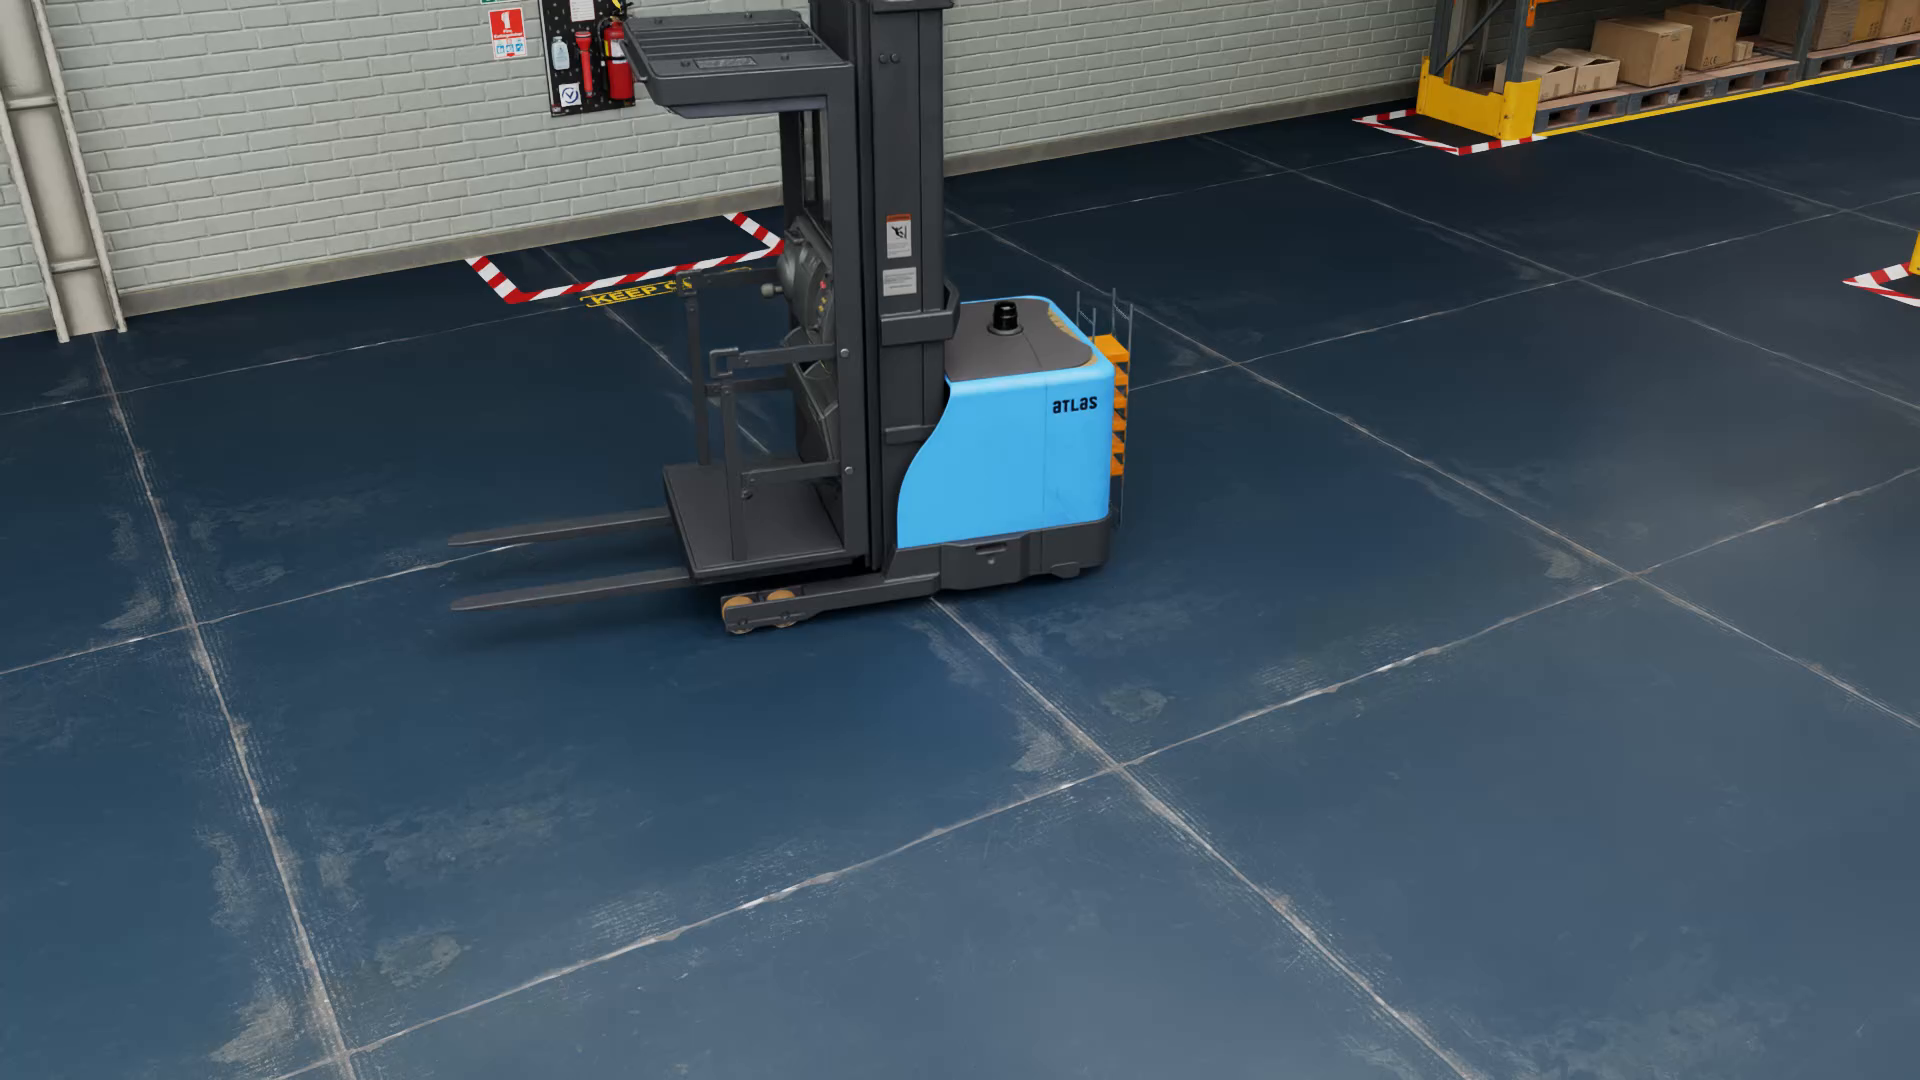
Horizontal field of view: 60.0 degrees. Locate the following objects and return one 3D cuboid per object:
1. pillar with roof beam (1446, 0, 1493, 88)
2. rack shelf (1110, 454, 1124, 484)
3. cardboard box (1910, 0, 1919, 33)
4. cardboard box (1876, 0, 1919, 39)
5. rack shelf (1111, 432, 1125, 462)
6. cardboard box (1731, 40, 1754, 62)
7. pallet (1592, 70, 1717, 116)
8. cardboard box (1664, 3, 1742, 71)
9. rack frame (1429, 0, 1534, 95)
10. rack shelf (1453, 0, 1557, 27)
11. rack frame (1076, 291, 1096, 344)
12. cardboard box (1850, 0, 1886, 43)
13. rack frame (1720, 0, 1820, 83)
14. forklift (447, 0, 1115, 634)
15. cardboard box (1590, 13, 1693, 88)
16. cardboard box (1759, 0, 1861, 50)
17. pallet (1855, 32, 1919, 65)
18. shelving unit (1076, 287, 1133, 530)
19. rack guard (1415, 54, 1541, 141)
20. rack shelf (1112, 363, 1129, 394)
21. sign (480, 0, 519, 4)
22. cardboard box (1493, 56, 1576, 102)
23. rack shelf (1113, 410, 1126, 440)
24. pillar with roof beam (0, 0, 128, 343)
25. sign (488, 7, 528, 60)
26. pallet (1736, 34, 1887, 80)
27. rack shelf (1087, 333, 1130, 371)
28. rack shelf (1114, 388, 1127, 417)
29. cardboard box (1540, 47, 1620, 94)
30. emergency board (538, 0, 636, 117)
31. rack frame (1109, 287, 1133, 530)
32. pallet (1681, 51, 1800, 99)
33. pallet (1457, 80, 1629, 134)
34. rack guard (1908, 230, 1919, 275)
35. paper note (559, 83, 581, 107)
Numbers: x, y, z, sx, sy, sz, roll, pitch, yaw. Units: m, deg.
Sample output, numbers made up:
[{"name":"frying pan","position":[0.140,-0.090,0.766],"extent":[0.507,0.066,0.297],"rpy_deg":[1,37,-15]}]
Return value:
[{"name":"pillar with roof beam","position":[6.933,-6.441,10.609],"extent":[0.400,9.000,9.100],"rpy_deg":[-16,33,-26]},{"name":"rack shelf","position":[0.682,-0.367,8.262],"extent":[0.180,0.103,0.258],"rpy_deg":[-8,30,-14]},{"name":"cardboard box","position":[9.973,-5.724,17.649],"extent":[0.500,0.500,0.700],"rpy_deg":[-16,33,-27]},{"name":"cardboard box","position":[9.542,-5.596,17.418],"extent":[0.500,0.500,0.700],"rpy_deg":[-15,32,-26]},{"name":"rack shelf","position":[0.682,-0.472,8.204],"extent":[0.180,0.103,0.258],"rpy_deg":[-8,30,-14]},{"name":"cardboard box","position":[7.590,-4.864,16.437],"extent":[0.250,0.166,0.380],"rpy_deg":[-21,35,-33]},{"name":"pallet","position":[6.421,-4.355,15.923],"extent":[1.213,0.211,1.003],"rpy_deg":[-16,33,-26]},{"name":"cardboard box","position":[7.161,-4.883,16.126],"extent":[0.500,0.500,0.500],"rpy_deg":[-19,34,-30]},{"name":"rack frame","position":[4.587,-5.077,14.344],"extent":[0.127,3.000,1.000],"rpy_deg":[-16,33,-26]},{"name":"rack shelf","position":[6.311,-5.251,15.405],"extent":[4.000,0.370,1.077],"rpy_deg":[-16,33,-26]},{"name":"rack frame","position":[0.594,-0.604,8.102],"extent":[0.006,1.200,0.240],"rpy_deg":[-8,30,-14]},{"name":"cardboard box","position":[9.082,-5.488,17.222],"extent":[0.500,0.500,0.700],"rpy_deg":[-17,33,-27]},{"name":"rack frame","position":[8.036,-6.056,16.119],"extent":[0.127,3.000,1.000],"rpy_deg":[-16,33,-26]},{"name":"forklift","position":[-0.860,-1.146,7.293],"extent":[3.031,2.935,1.130],"rpy_deg":[-8,30,-14]},{"name":"cardboard box","position":[6.378,-4.605,15.621],"extent":[0.500,0.500,0.700],"rpy_deg":[-18,34,-29]},{"name":"cardboard box","position":[8.662,-5.341,16.955],"extent":[0.500,0.500,0.700],"rpy_deg":[-15,32,-25]},{"name":"pallet","position":[9.759,-5.327,17.683],"extent":[1.213,0.211,1.003],"rpy_deg":[-16,33,-26]},{"name":"shelving unit","position":[0.682,-0.616,8.125],"extent":[0.189,1.200,0.258],"rpy_deg":[-8,30,-14]},{"name":"rack guard","position":[4.652,-4.001,14.982],"extent":[0.348,0.500,1.175],"rpy_deg":[-16,33,-26]},{"name":"rack shelf","position":[0.682,-0.787,8.030],"extent":[0.180,0.103,0.258],"rpy_deg":[-8,30,-14]},{"name":"sign","position":[-3.091,-3.703,11.270],"extent":[0.331,0.109,0.001],"rpy_deg":[-16,33,-26]},{"name":"cardboard box","position":[5.229,-4.224,15.127],"extent":[0.500,0.311,0.500],"rpy_deg":[-20,35,-32]},{"name":"rack shelf","position":[0.682,-0.577,8.146],"extent":[0.180,0.103,0.258],"rpy_deg":[-8,30,-14]},{"name":"pillar with roof beam","position":[-3.413,-3.504,5.286],"extent":[0.400,9.000,9.100],"rpy_deg":[-16,33,-26]},{"name":"sign","position":[-3.100,-3.474,11.403],"extent":[0.234,0.329,0.001],"rpy_deg":[-16,33,-26]},{"name":"pallet","position":[8.706,-5.026,17.139],"extent":[1.213,0.211,1.003],"rpy_deg":[-16,33,-26]},{"name":"rack shelf","position":[0.682,-0.892,7.972],"extent":[0.180,0.103,0.258],"rpy_deg":[-8,30,-14]},{"name":"rack shelf","position":[0.682,-0.682,8.088],"extent":[0.180,0.103,0.258],"rpy_deg":[-8,30,-14]},{"name":"cardboard box","position":[5.721,-4.363,15.380],"extent":[0.500,0.311,0.500],"rpy_deg":[-13,31,-22]},{"name":"emergency board","position":[-2.571,-3.551,11.579],"extent":[0.643,1.169,0.194],"rpy_deg":[-16,33,-26]},{"name":"rack frame","position":[0.770,-0.629,8.147],"extent":[0.006,1.200,0.240],"rpy_deg":[-8,30,-14]},{"name":"pallet","position":[7.475,-4.656,16.468],"extent":[1.213,0.211,1.003],"rpy_deg":[-16,33,-26]},{"name":"pallet","position":[5.371,-4.058,15.385],"extent":[1.213,0.211,1.003],"rpy_deg":[-16,33,-26]},{"name":"rack guard","position":[7.079,-1.914,11.200],"extent":[0.348,0.500,1.175],"rpy_deg":[-16,33,-26]},{"name":"paper note","position":[-2.758,-3.150,11.766],"extent":[0.142,0.148,0.016],"rpy_deg":[-16,33,-26]}]
